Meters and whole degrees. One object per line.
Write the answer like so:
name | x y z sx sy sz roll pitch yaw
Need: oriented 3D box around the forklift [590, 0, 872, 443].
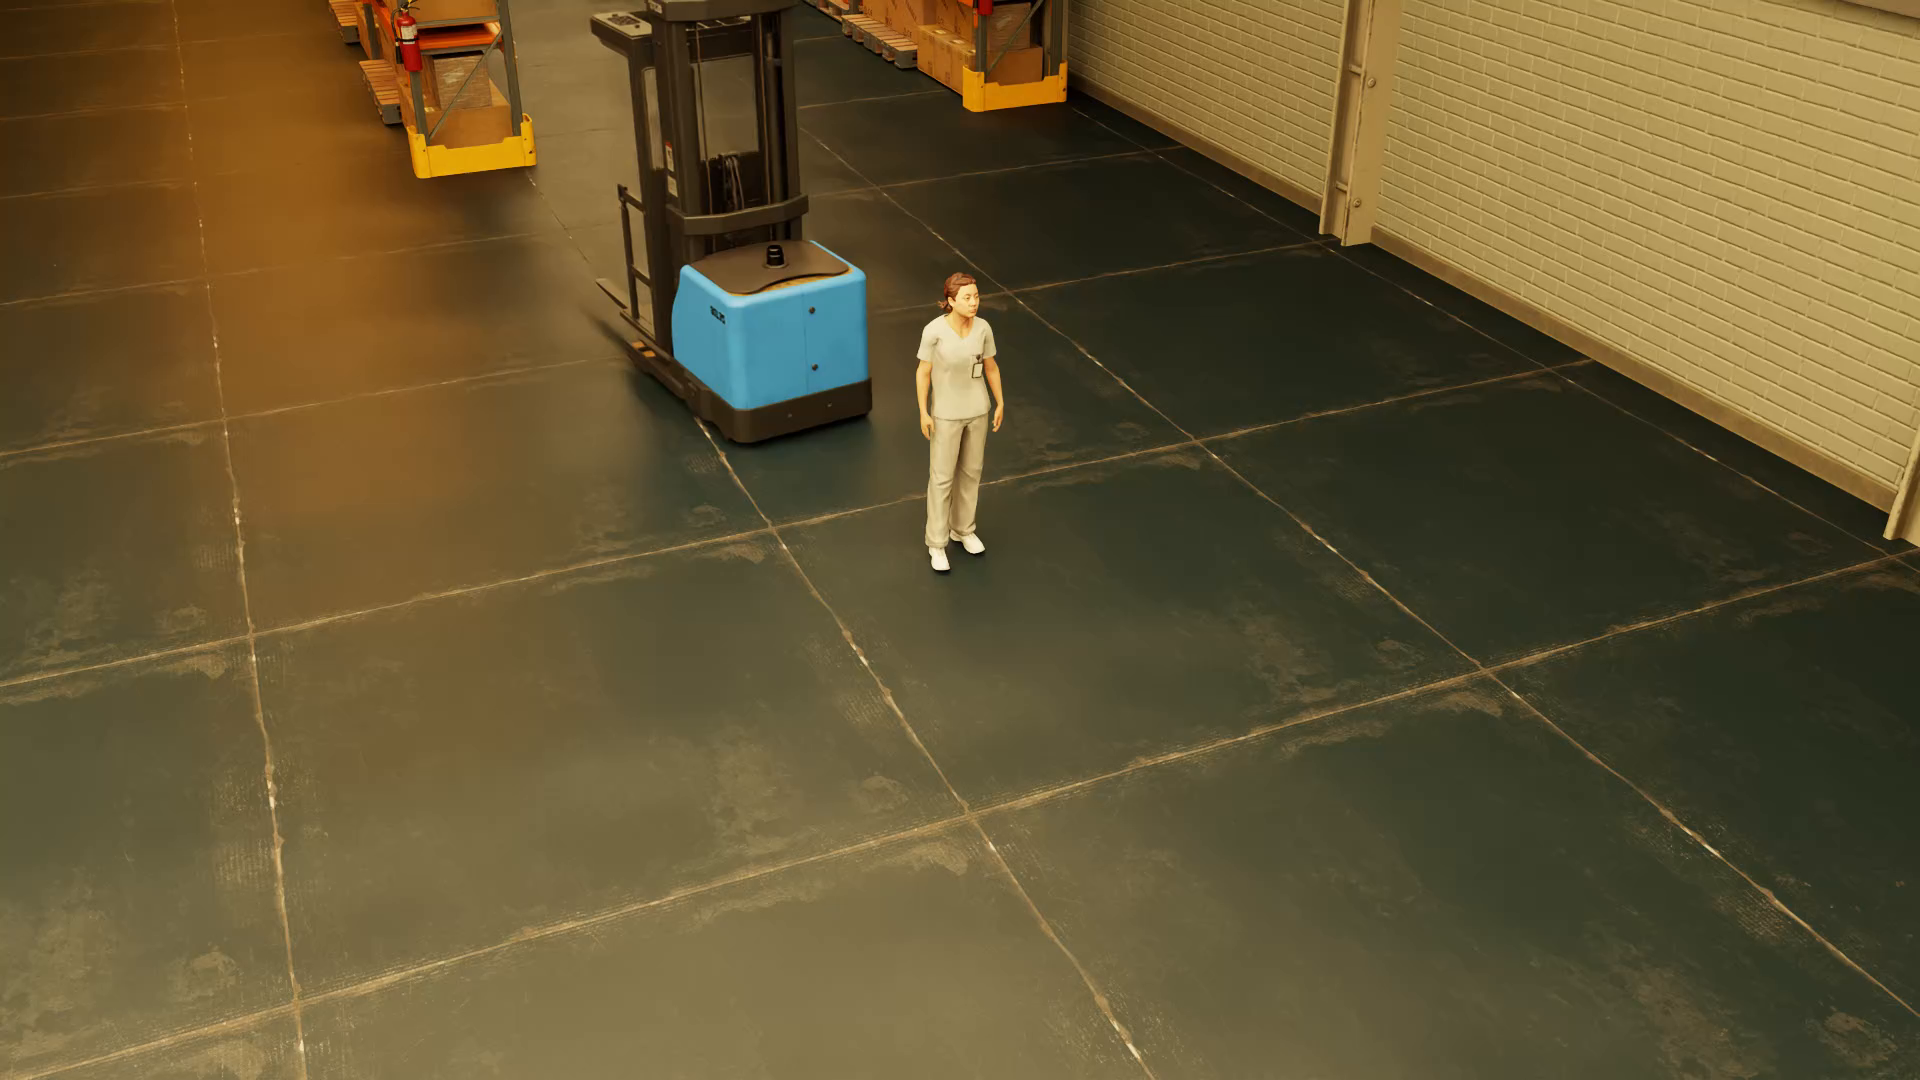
forklift | -1.817 -2.607 11.679 1.130 2.935 3.031 -17 34 -27

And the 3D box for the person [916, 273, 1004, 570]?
person | 0.017 -0.698 9.590 0.549 1.675 0.549 -12 32 -20
